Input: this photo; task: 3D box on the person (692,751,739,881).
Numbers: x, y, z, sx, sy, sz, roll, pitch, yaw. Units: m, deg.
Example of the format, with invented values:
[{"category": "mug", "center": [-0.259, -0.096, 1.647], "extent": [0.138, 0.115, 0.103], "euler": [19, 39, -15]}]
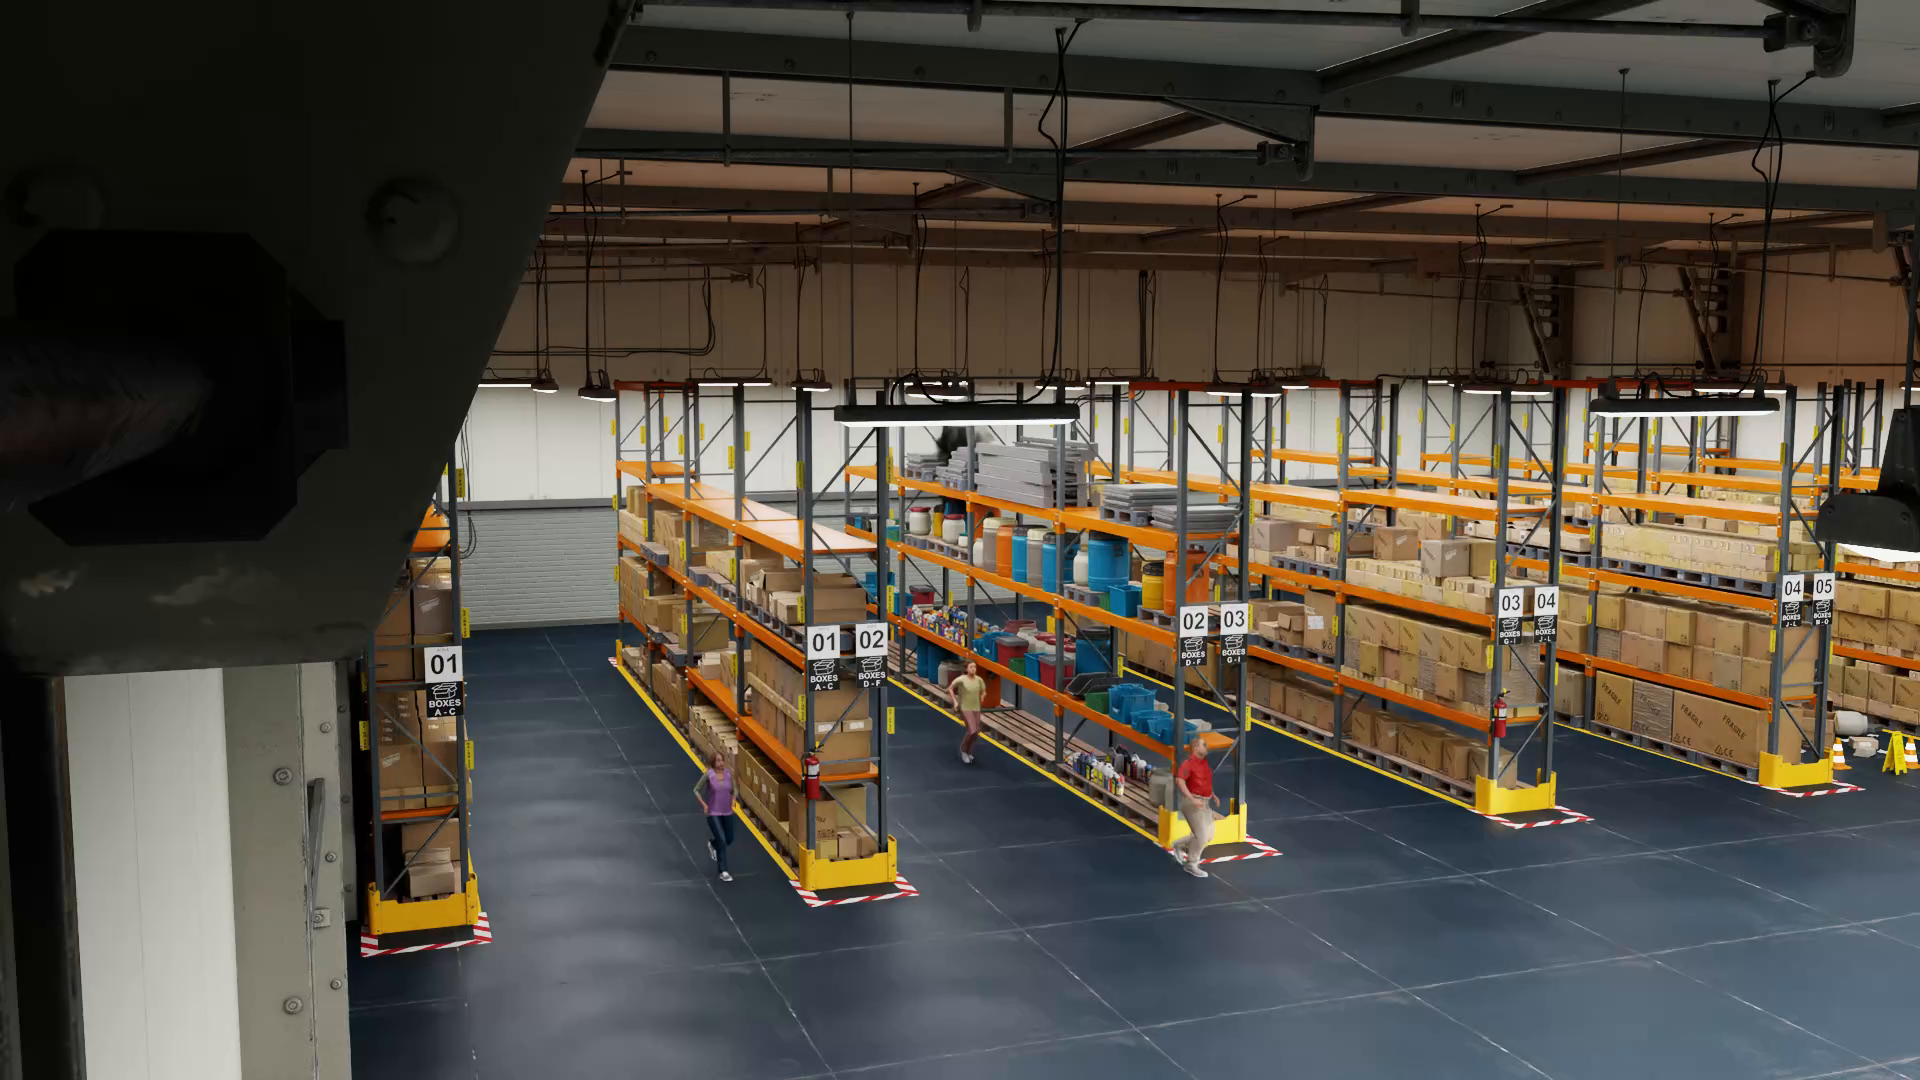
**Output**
[{"category": "person", "center": [-3.008, 3.387, 20.572], "extent": [0.554, 1.543, 0.766], "euler": [-4, 7, -31]}]

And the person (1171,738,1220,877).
[{"category": "person", "center": [2.933, 3.314, 20.802], "extent": [0.541, 1.681, 0.721], "euler": [4, 7, 32]}]

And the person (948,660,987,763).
[{"category": "person", "center": [0.172, 2.713, 26.356], "extent": [0.554, 1.642, 0.635], "euler": [-3, 7, -29]}]
